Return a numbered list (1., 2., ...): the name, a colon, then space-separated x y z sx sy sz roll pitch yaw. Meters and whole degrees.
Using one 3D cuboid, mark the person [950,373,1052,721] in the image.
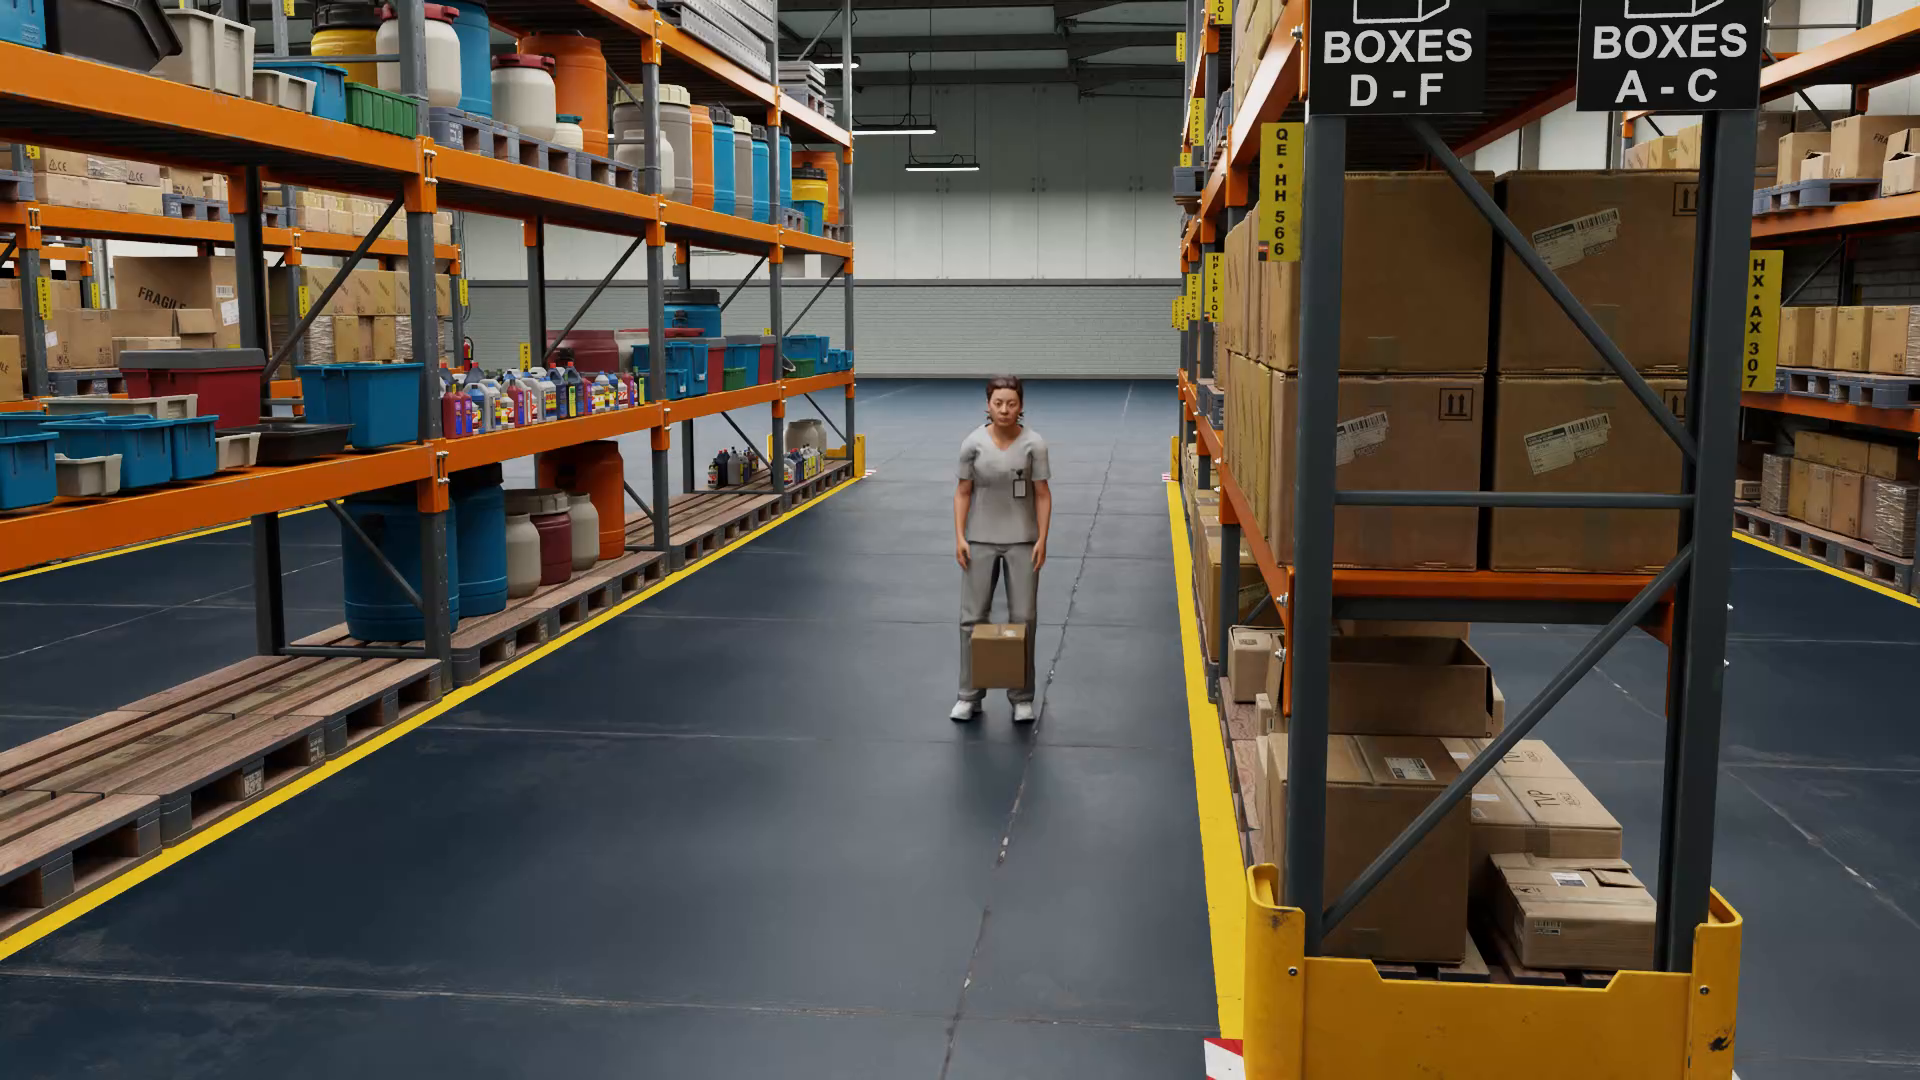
1. person: 0.202 0.032 8.060 0.483 1.674 0.357 1 8 4
